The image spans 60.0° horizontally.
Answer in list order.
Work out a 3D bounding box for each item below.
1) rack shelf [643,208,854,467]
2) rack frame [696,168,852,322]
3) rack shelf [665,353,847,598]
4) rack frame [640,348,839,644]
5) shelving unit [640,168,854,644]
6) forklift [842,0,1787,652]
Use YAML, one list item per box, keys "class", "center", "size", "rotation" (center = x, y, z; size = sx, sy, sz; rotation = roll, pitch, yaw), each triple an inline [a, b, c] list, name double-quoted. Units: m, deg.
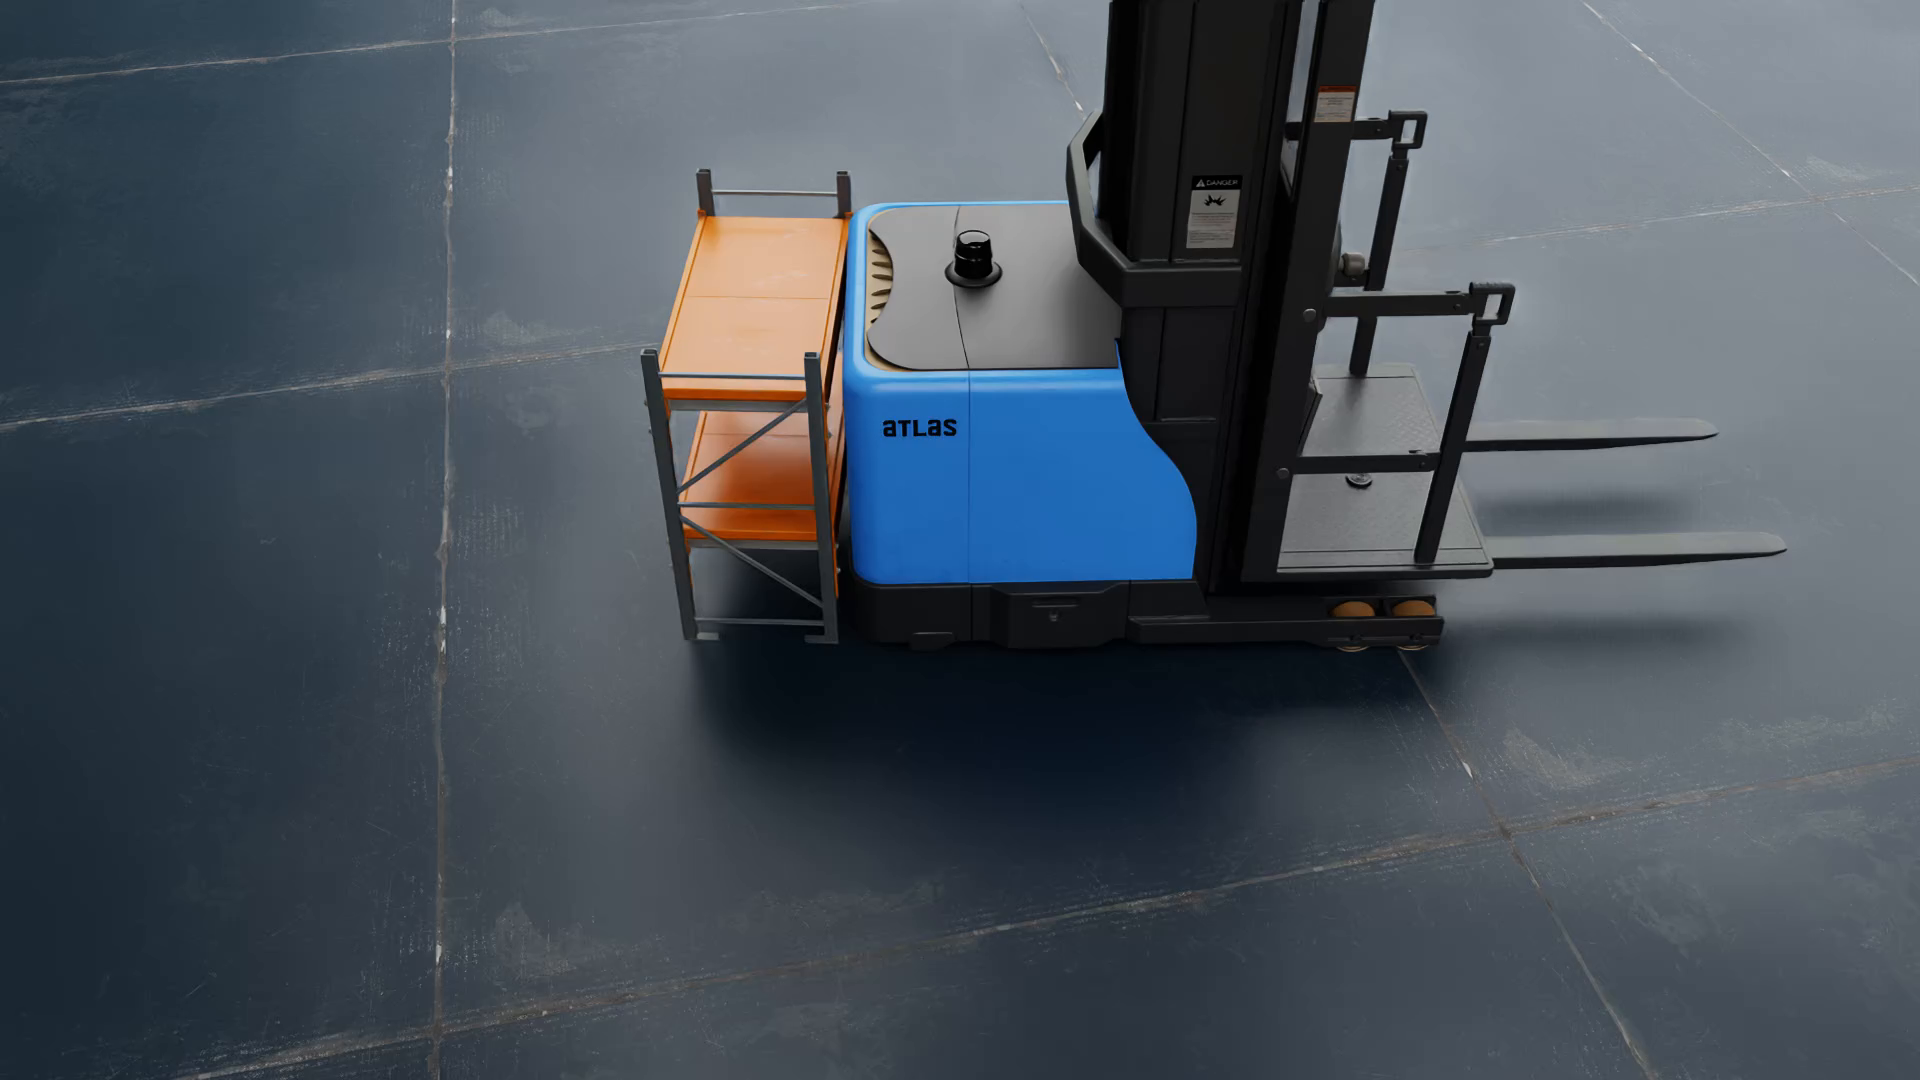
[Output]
- class: "rack shelf"
  center: [-0.625, -0.657, 5.201]
  size: [0.538, 0.278, 1.000]
  rotation: [1, 42, 1]
- class: "rack frame"
  center: [-0.607, -0.775, 5.776]
  size: [0.500, 1.125, 0.032]
  rotation: [1, 42, 1]
- class: "rack shelf"
  center: [-0.625, -0.255, 5.558]
  size: [0.538, 0.278, 1.000]
  rotation: [1, 42, 1]
- class: "rack frame"
  center: [-0.642, -0.100, 5.016]
  size: [0.500, 1.125, 0.032]
  rotation: [1, 42, 1]
- class: "shelving unit"
  center: [-0.625, -0.438, 5.396]
  size: [0.538, 1.125, 1.048]
  rotation: [1, 42, 1]
- class: "forklift"
  center: [1.156, -1.091, 4.771]
  size: [3.031, 2.935, 1.130]
  rotation: [-1, 42, -1]
